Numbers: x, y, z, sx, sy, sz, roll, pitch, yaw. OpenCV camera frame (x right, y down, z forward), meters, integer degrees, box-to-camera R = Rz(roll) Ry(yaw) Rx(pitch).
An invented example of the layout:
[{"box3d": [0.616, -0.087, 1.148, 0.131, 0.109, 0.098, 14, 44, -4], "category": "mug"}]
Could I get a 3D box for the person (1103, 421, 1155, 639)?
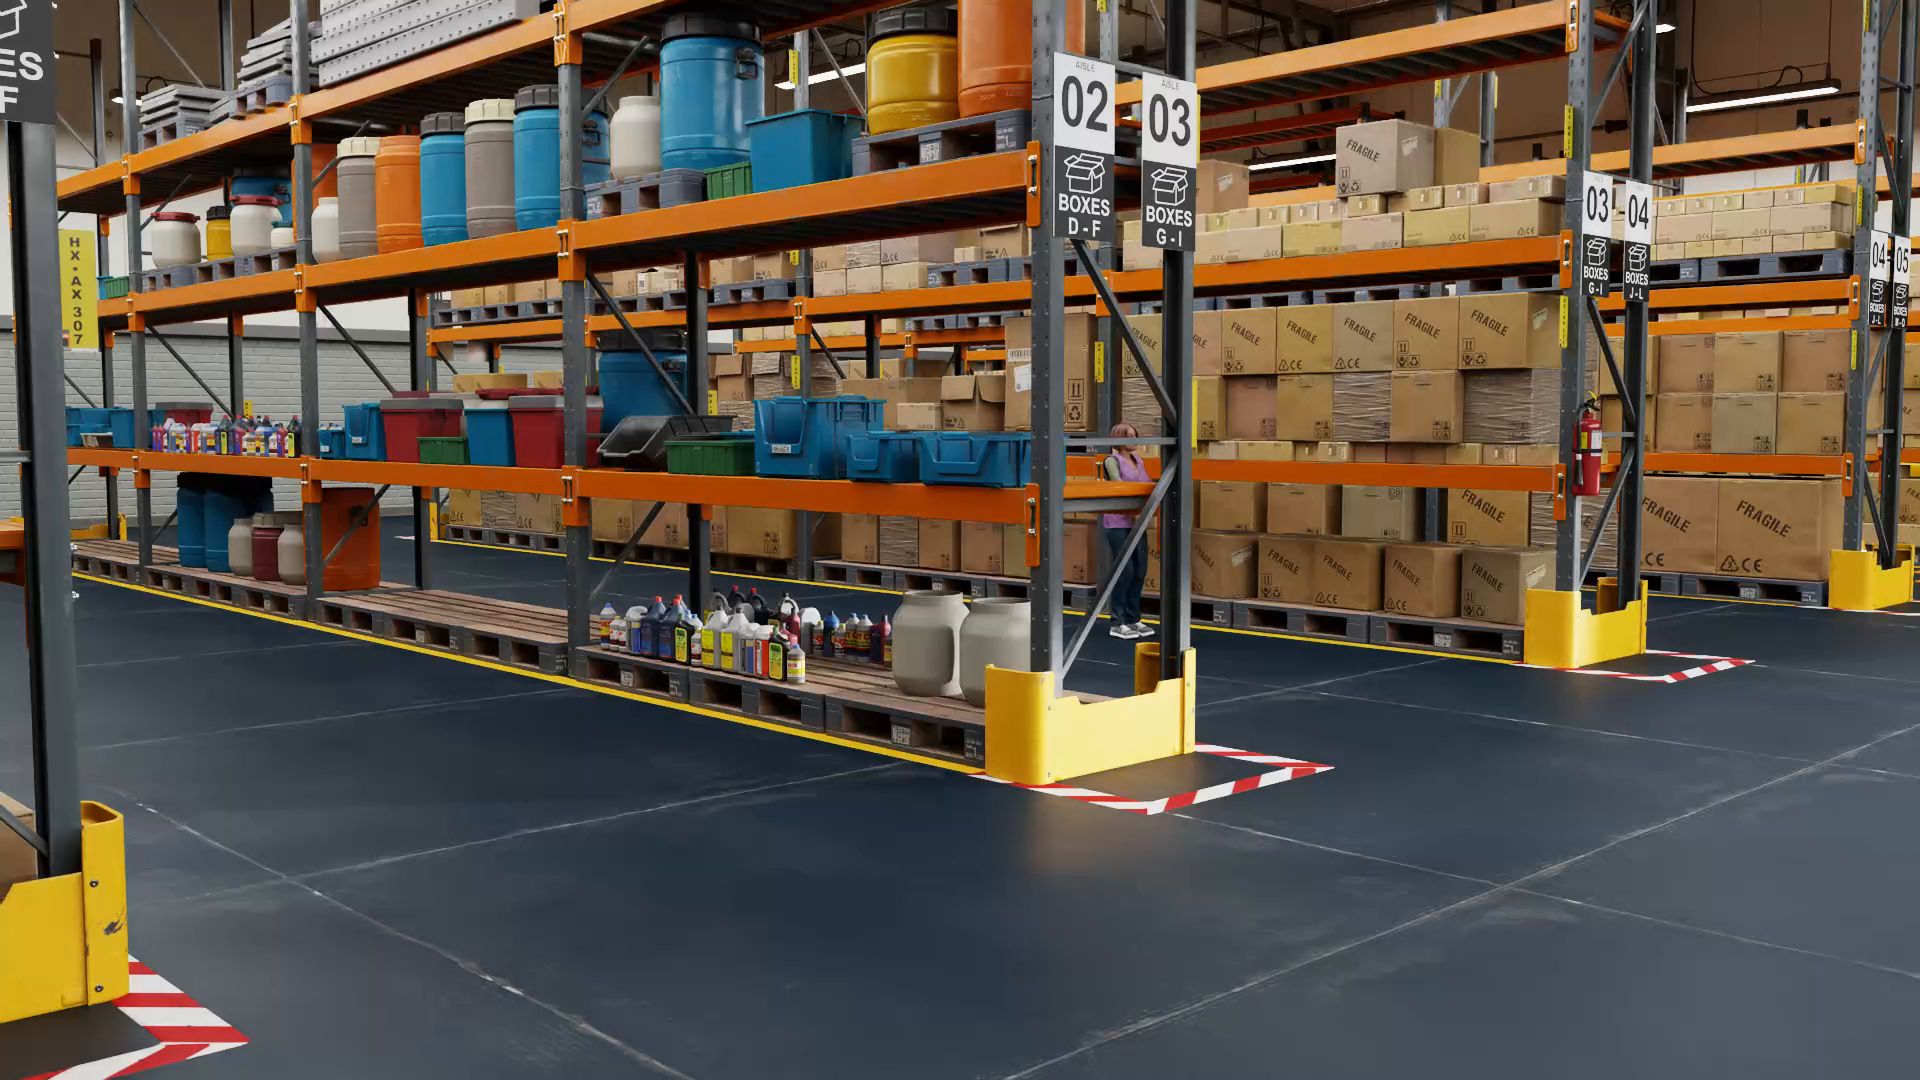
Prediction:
[{"box3d": [1.287, -0.080, 12.314, 0.442, 1.603, 0.449, -4, 6, -44], "category": "person"}]
